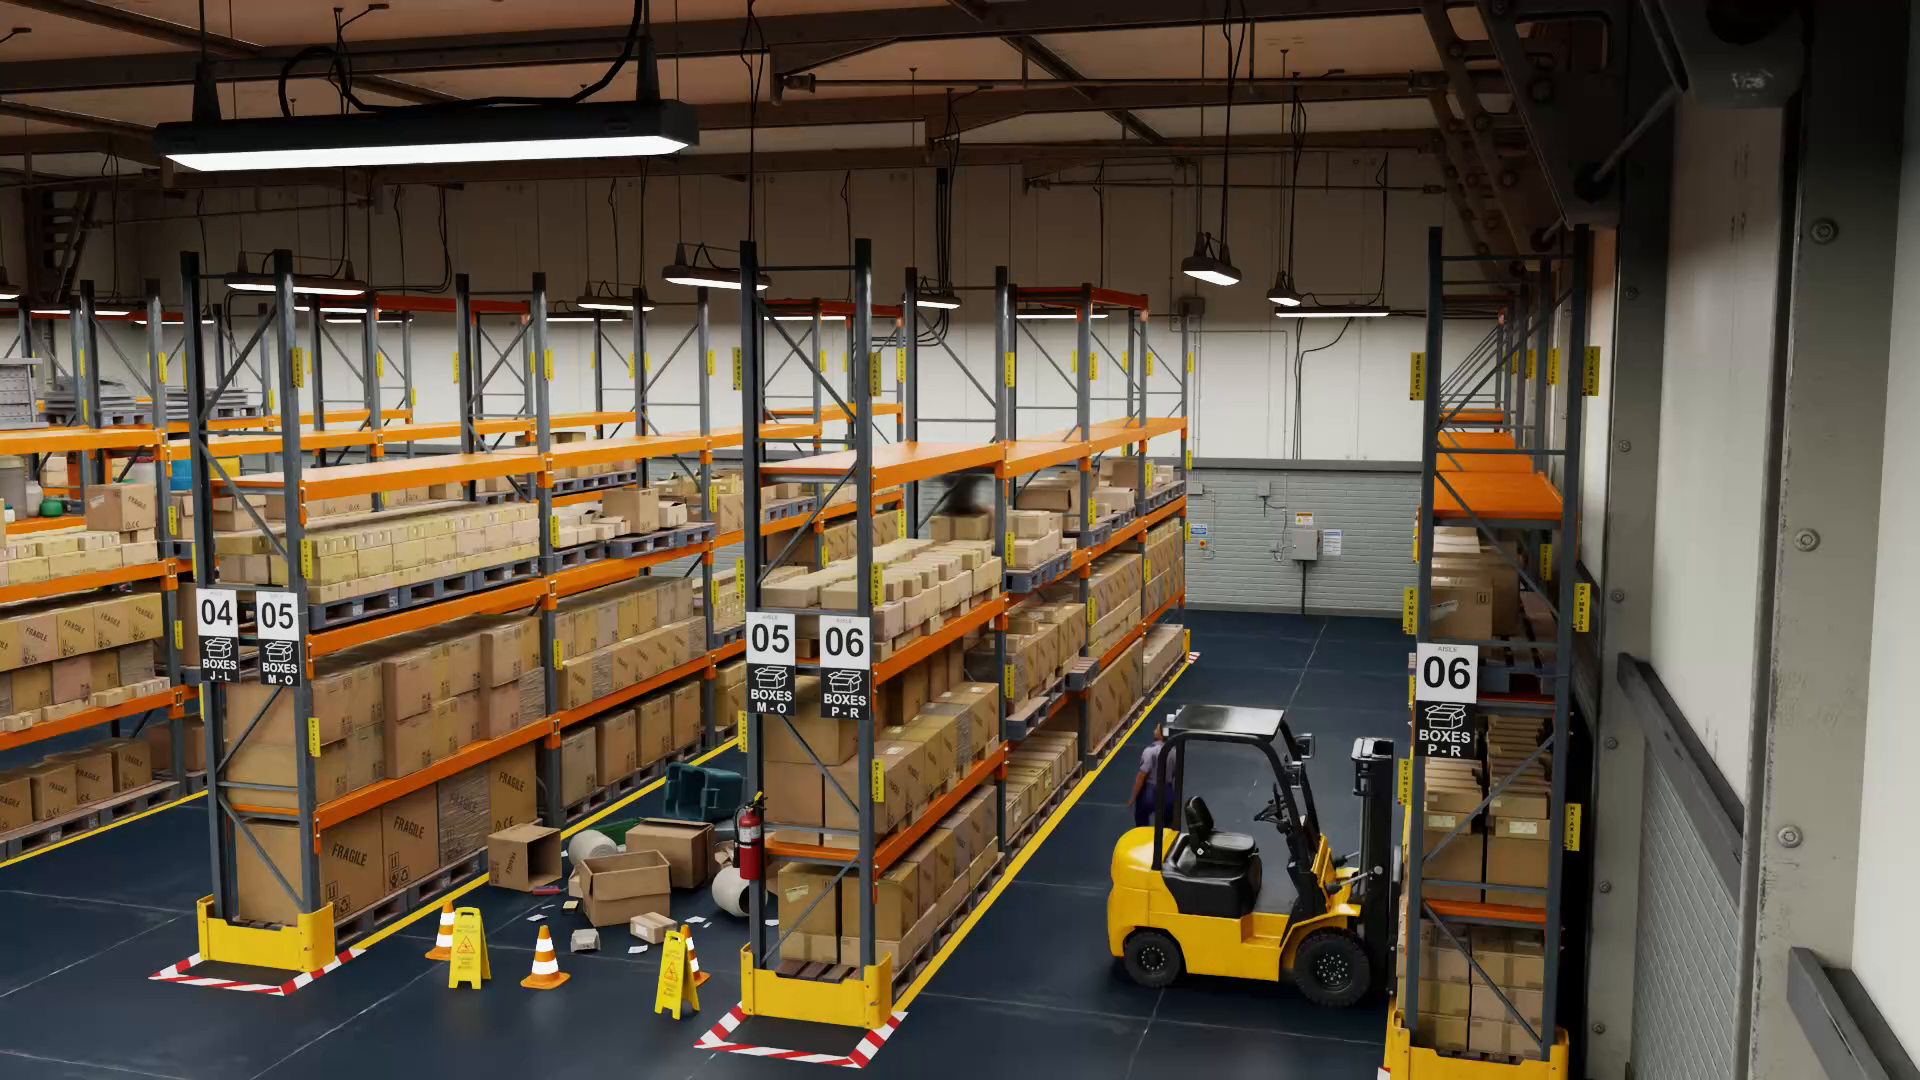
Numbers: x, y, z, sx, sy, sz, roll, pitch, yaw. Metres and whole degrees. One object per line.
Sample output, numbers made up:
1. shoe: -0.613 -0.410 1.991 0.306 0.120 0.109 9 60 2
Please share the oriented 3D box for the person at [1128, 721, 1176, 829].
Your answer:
1. person: 1.934 2.550 16.745 0.564 1.523 0.743 -1 6 -10
